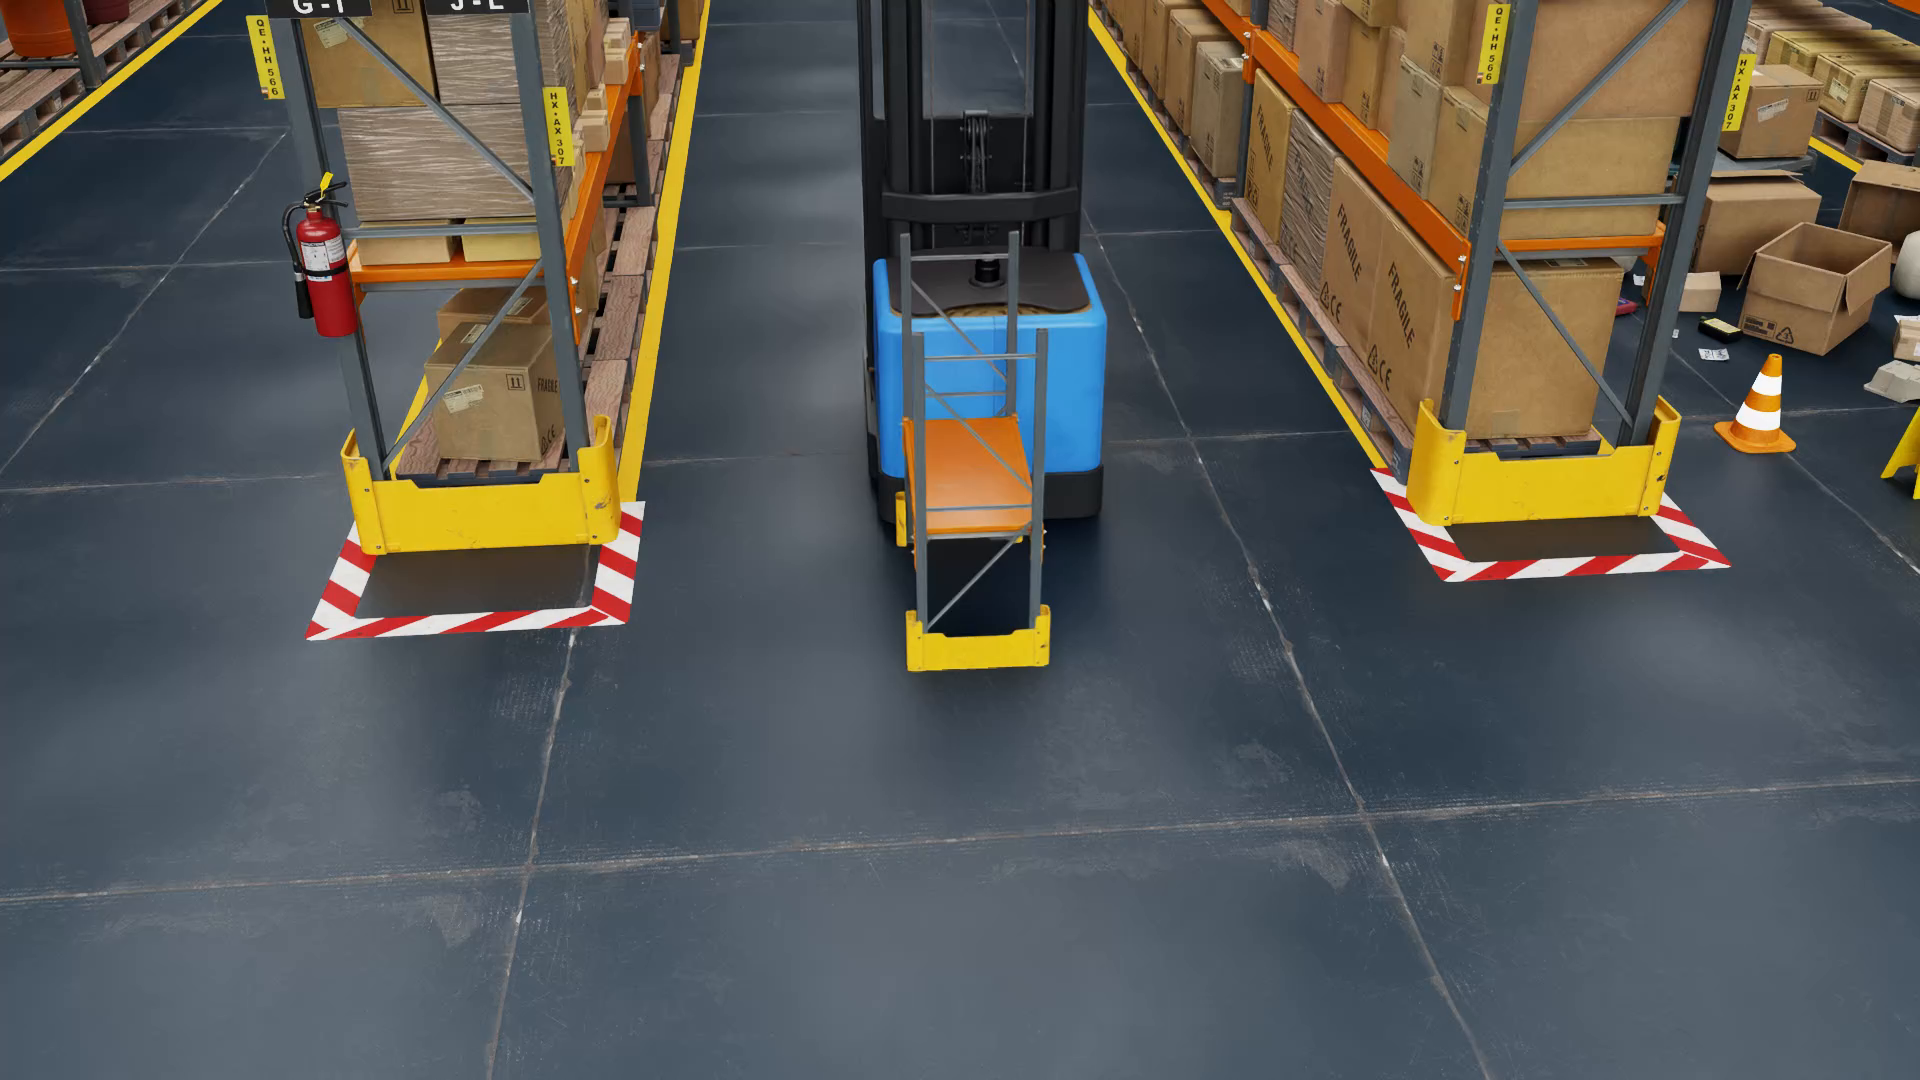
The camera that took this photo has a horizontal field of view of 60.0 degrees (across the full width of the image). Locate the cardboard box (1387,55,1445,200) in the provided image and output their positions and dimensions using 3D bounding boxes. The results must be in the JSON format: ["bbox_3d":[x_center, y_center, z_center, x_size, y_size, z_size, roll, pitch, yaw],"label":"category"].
[{"bbox_3d":[2.609,-2.011,8.045,0.875,0.550,0.550,-3,31,-5],"label":"cardboard box"}]

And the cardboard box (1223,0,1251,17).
[{"bbox_3d":[2.073,-3.818,11.120,0.500,0.500,0.500,-3,31,-5],"label":"cardboard box"}]

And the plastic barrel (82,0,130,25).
[{"bbox_3d":[-8.033,-5.111,15.324,0.600,0.588,0.708,-3,31,-5],"label":"plastic barrel"}]

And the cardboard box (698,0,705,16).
[{"bbox_3d":[-3.053,-5.455,15.620,1.225,0.875,0.875,-3,31,-4],"label":"cardboard box"}]

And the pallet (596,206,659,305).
[{"bbox_3d":[-2.462,-1.797,10.553,1.003,0.211,1.213,-3,31,-5],"label":"pallet"}]

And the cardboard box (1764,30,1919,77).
[{"bbox_3d":[7.118,-3.852,13.427,0.950,0.372,0.625,-2,31,-3],"label":"cardboard box"}]

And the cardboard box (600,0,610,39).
[{"bbox_3d":[-2.580,-3.274,9.918,0.875,0.500,0.500,-3,31,-5],"label":"cardboard box"}]

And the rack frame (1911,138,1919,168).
[{"bbox_3d":[7.307,-3.811,11.204,1.000,3.000,0.127,-3,31,-5],"label":"rack frame"}]

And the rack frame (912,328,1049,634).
[{"bbox_3d":[0.076,-0.122,6.492,0.500,1.500,0.032,-2,31,-4],"label":"rack frame"}]

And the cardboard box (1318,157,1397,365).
[{"bbox_3d":[2.548,-1.540,9.065,0.875,0.875,0.875,-3,31,-5],"label":"cardboard box"}]

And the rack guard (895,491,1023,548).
[{"bbox_3d":[-0.001,-0.105,7.682,0.587,0.250,0.087,-2,31,-4],"label":"rack guard"}]

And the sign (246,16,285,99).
[{"bbox_3d":[-2.741,-1.910,6.585,0.100,0.325,0.005,-3,31,-5],"label":"sign"}]

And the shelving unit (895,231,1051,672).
[{"bbox_3d":[0.036,-0.387,6.935,0.587,1.500,1.083,-2,31,-4],"label":"shelving unit"}]

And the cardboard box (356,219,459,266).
[{"bbox_3d":[-2.418,-1.321,7.282,0.380,0.149,0.250,-3,31,-5],"label":"cardboard box"}]

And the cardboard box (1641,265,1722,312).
[{"bbox_3d":[4.382,-1.559,10.101,0.396,0.266,0.258,2,31,4],"label":"cardboard box"}]

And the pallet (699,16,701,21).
[{"bbox_3d":[-3.043,-5.208,16.264,1.003,0.211,1.213,-3,31,-5],"label":"pallet"}]

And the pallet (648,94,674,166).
[{"bbox_3d":[-2.751,-3.160,12.835,1.003,0.211,1.213,-3,31,-5],"label":"pallet"}]

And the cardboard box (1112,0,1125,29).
[{"bbox_3d":[1.692,-4.995,15.215,0.500,0.500,0.500,-3,31,-5],"label":"cardboard box"}]

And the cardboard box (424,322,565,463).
[{"bbox_3d":[-2.228,-0.720,8.059,0.500,0.500,0.500,3,31,5],"label":"cardboard box"}]

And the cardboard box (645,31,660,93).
[{"bbox_3d":[-2.787,-3.870,13.313,0.700,0.500,0.500,-5,31,-9],"label":"cardboard box"}]

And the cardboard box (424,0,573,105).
[{"bbox_3d":[-1.966,-2.187,7.124,0.500,0.500,0.500,-3,31,-5],"label":"cardboard box"}]

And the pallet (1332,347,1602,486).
[{"bbox_3d":[2.609,-0.687,8.694,1.003,0.211,1.213,-3,31,-5],"label":"pallet"}]

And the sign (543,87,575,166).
[{"bbox_3d":[-1.646,-1.691,6.812,0.100,0.325,0.005,-3,31,-5],"label":"sign"}]

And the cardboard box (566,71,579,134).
[{"bbox_3d":[-2.380,-2.253,8.210,0.875,0.500,0.500,-3,31,-5],"label":"cardboard box"}]

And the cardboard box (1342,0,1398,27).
[{"bbox_3d":[2.526,-3.032,8.702,0.875,0.550,0.500,-3,31,-5],"label":"cardboard box"}]

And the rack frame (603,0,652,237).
[{"bbox_3d":[-2.560,-3.336,10.410,1.000,3.000,0.127,-3,31,-5],"label":"rack frame"}]

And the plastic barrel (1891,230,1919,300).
[{"bbox_3d":[5.980,-1.644,10.090,0.512,0.421,0.421,20,36,29],"label":"plastic barrel"}]

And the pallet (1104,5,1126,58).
[{"bbox_3d":[1.942,-4.766,15.523,1.003,0.211,1.213,-3,31,-5],"label":"pallet"}]

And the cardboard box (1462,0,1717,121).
[{"bbox_3d":[2.765,-2.199,7.307,0.875,0.550,0.550,-3,31,-5],"label":"cardboard box"}]

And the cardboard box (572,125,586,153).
[{"bbox_3d":[-2.099,-1.981,8.386,0.380,0.149,0.250,-3,31,-5],"label":"cardboard box"}]

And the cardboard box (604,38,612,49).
[{"bbox_3d":[-2.270,-2.874,9.881,0.380,0.149,0.250,-3,31,-5],"label":"cardboard box"}]

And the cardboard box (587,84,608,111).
[{"bbox_3d":[-2.122,-2.366,9.030,0.380,0.149,0.250,-3,31,-5],"label":"cardboard box"}]

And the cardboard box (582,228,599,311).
[{"bbox_3d":[-2.365,-1.632,9.584,0.500,0.500,0.500,-5,31,-9],"label":"cardboard box"}]

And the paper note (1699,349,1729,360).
[{"bbox_3d":[4.309,-1.065,9.505,0.144,0.017,0.142,8,32,13],"label":"paper note"}]

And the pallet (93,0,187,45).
[{"bbox_3d":[-8.091,-4.966,15.857,1.003,0.211,1.213,-3,31,-5],"label":"pallet"}]

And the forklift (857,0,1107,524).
[{"bbox_3d":[0.040,-2.059,8.339,1.130,2.935,3.031,-2,31,-4],"label":"forklift"}]

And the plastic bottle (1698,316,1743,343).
[{"bbox_3d":[4.444,-1.244,9.773,0.133,0.061,0.283,-14,33,-22],"label":"plastic bottle"}]

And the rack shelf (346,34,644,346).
[{"bbox_3d":[-2.373,-2.006,8.885,1.077,0.370,4.000,-3,31,-5],"label":"rack shelf"}]

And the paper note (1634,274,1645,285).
[{"bbox_3d":[4.337,-1.638,10.470,0.172,0.023,0.155,8,32,13],"label":"paper note"}]

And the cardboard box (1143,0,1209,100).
[{"bbox_3d":[2.066,-4.017,13.335,1.050,0.750,0.750,-2,31,-4],"label":"cardboard box"}]

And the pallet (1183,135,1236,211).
[{"bbox_3d":[2.241,-2.715,12.090,1.003,0.211,1.213,-3,31,-5],"label":"pallet"}]

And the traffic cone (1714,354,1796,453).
[{"bbox_3d":[4.126,-0.730,8.520,0.336,0.463,0.334,-3,31,-5],"label":"traffic cone"}]

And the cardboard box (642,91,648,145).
[{"bbox_3d":[-2.622,-3.010,11.873,0.700,0.500,0.500,-3,31,-5],"label":"cardboard box"}]

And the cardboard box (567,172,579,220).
[{"bbox_3d":[-1.988,-1.600,7.748,0.380,0.149,0.250,-3,31,-5],"label":"cardboard box"}]

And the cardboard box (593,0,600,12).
[{"bbox_3d":[-2.107,-2.953,8.406,0.500,0.500,0.500,-3,31,-5],"label":"cardboard box"}]

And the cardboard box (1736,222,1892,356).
[{"bbox_3d":[4.996,-1.472,9.724,0.637,0.503,0.797,27,40,37],"label":"cardboard box"}]

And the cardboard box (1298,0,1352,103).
[{"bbox_3d":[2.441,-2.837,9.429,0.875,0.550,0.550,-3,31,-5],"label":"cardboard box"}]

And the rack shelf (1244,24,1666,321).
[{"bbox_3d":[2.575,-2.192,9.196,1.077,0.370,4.000,-3,31,-5],"label":"rack shelf"}]

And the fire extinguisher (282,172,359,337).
[{"bbox_3d":[-2.634,-1.180,6.876,0.296,0.674,0.183,-3,31,-5],"label":"fire extinguisher"}]
